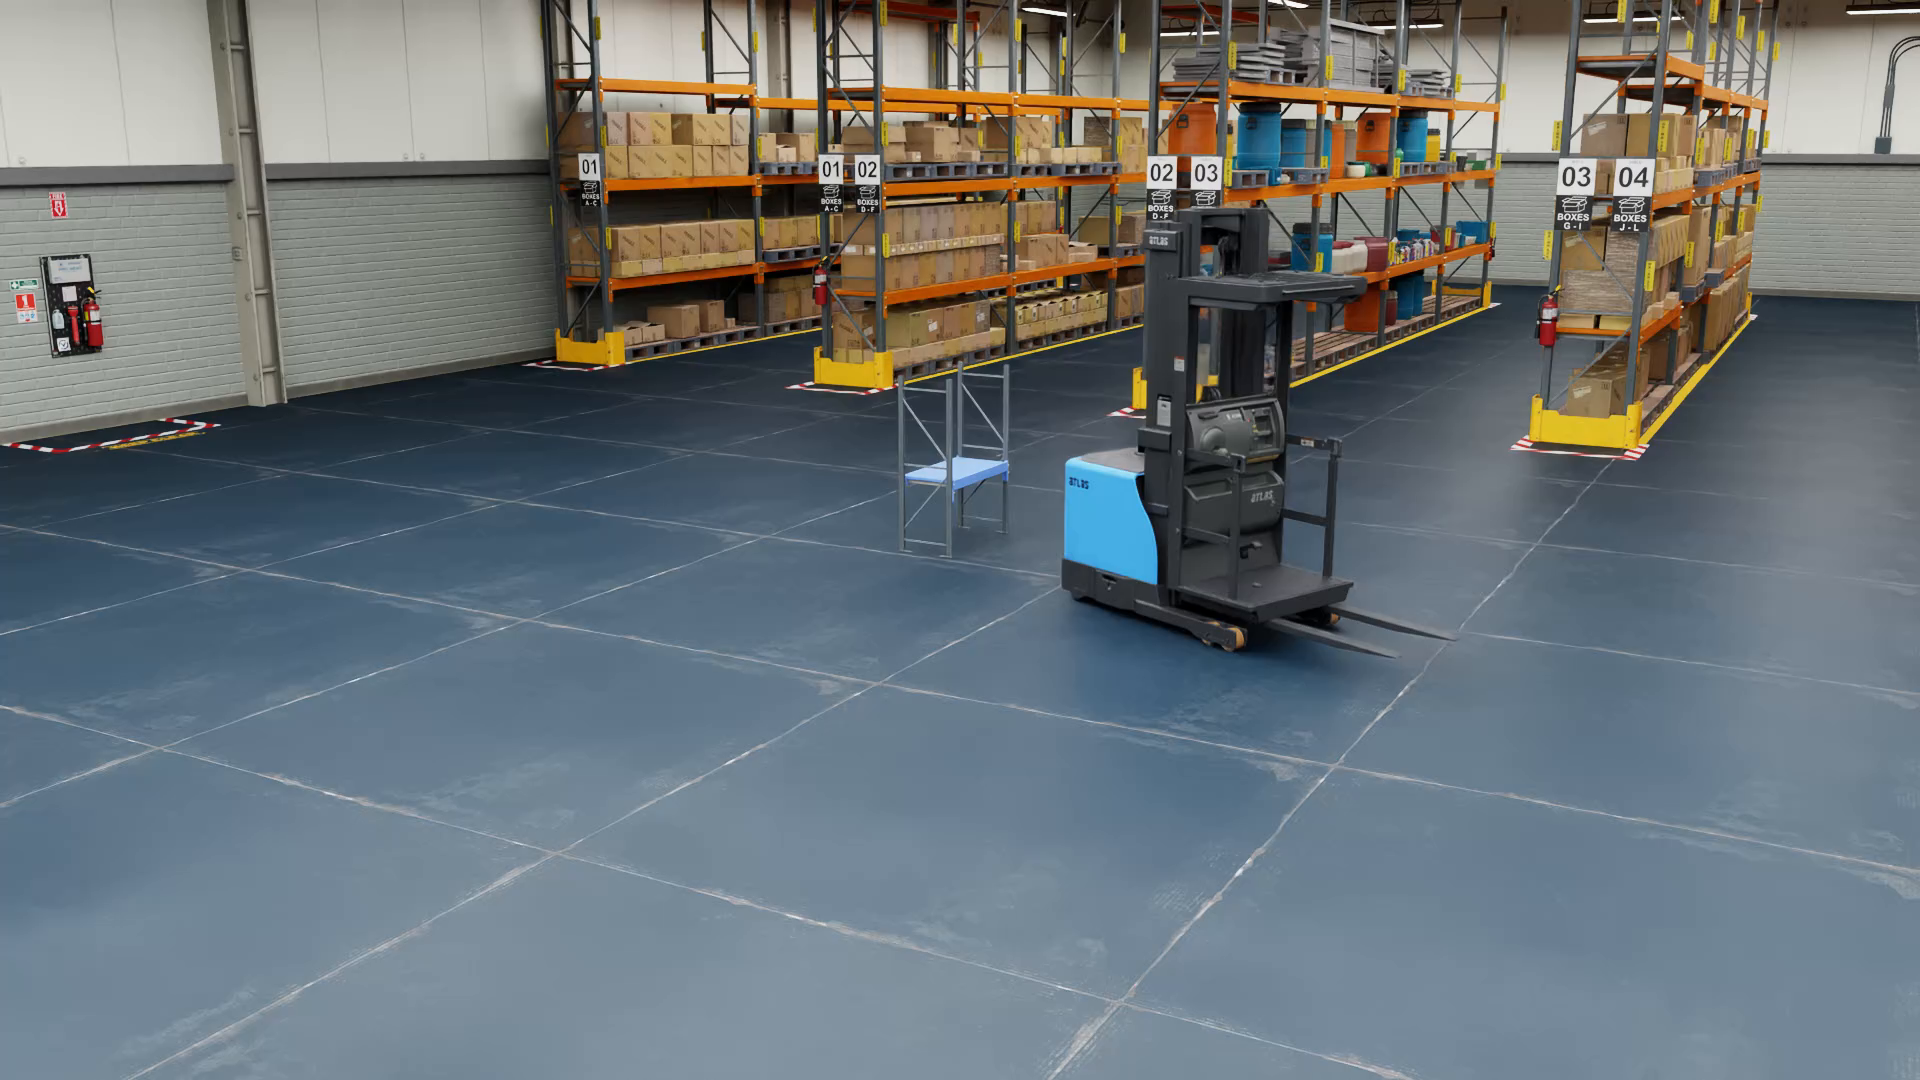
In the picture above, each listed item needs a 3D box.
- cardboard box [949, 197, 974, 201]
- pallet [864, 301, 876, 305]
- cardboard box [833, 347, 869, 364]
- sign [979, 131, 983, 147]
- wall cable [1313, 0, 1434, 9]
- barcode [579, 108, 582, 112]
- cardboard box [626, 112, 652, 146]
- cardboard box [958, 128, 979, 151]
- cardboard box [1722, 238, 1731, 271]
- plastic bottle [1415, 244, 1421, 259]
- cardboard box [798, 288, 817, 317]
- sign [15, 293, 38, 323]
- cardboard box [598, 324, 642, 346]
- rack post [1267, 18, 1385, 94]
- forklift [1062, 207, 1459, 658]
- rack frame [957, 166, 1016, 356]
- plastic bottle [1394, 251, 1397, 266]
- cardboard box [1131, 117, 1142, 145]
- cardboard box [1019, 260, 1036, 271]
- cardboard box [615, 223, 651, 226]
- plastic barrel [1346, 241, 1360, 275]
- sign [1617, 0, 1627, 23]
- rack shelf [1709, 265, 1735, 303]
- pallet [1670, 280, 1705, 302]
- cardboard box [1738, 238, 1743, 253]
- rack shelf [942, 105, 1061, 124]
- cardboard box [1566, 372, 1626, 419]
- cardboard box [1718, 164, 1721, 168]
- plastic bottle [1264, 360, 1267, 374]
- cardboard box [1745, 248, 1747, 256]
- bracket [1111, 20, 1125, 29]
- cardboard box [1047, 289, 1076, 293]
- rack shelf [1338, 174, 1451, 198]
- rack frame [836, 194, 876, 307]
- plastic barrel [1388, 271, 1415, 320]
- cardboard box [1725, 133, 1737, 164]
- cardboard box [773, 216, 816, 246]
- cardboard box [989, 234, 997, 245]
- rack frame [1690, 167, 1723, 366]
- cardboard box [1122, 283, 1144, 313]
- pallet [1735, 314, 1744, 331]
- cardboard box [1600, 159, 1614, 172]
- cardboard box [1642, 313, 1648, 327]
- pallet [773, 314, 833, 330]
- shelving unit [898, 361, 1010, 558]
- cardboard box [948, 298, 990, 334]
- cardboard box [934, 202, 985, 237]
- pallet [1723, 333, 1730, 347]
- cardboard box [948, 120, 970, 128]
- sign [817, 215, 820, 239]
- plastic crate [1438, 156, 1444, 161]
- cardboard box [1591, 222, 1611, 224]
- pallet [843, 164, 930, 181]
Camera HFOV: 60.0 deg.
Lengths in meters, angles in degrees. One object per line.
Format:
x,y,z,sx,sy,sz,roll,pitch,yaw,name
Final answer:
-0.049,-7.155,35.322,0.500,0.250,0.500,8,16,29,cardboard box
-1.534,-4.689,33.534,1.003,0.211,1.213,7,15,28,pallet
-1.510,-2.701,24.307,0.500,0.250,0.500,7,15,28,cardboard box
0.432,-8.515,35.280,0.100,0.325,0.005,7,15,28,sign
10.010,-14.069,39.836,3.097,2.526,0.112,7,15,28,wall cable
-5.943,-6.737,26.052,0.001,0.075,0.075,7,15,28,barcode
-5.163,-6.402,25.898,0.500,0.500,0.500,7,15,27,cardboard box
-0.051,-6.216,26.110,0.500,0.500,0.500,9,16,33,cardboard box
12.482,-4.742,27.589,0.500,0.500,0.500,7,15,27,cardboard box
8.232,-5.206,29.993,0.152,0.276,0.135,7,15,28,plastic bottle
-3.086,-4.435,30.922,0.700,0.500,0.500,8,15,29,cardboard box
-10.754,-2.674,19.149,0.001,0.329,0.234,7,15,28,sign
-5.435,-3.289,26.574,0.500,0.311,0.500,6,15,22,cardboard box
5.634,-7.376,25.502,1.013,1.000,3.121,7,15,28,rack post
2.082,-0.793,11.570,1.130,2.935,3.031,-10,17,-37,forklift
0.423,-4.511,26.843,1.000,3.000,0.127,7,15,28,rack frame
7.407,-4.856,28.541,0.152,0.276,0.135,7,15,28,plastic bottle
3.066,-7.622,31.003,0.500,0.500,0.500,7,15,28,cardboard box
1.031,-4.547,27.531,0.380,0.149,0.250,7,15,28,cardboard box
-5.309,-4.881,27.058,0.500,0.500,0.500,7,15,27,cardboard box
6.177,-4.502,26.569,0.421,0.512,0.421,0,14,0,plastic barrel
8.605,-6.897,21.609,0.100,0.325,0.005,7,15,28,sign
11.994,-4.269,27.375,1.077,0.370,4.000,7,15,28,rack shelf
9.590,-3.435,22.789,1.003,0.211,1.213,7,15,28,pallet
13.662,-5.269,29.673,0.500,0.250,0.500,7,15,28,cardboard box
0.919,-9.495,37.106,1.077,0.370,4.000,7,15,28,rack shelf
7.476,-1.682,19.548,0.500,0.500,0.500,11,17,38,cardboard box
11.012,-5.468,24.735,0.500,0.250,0.500,7,15,28,cardboard box
4.235,-2.429,23.242,0.097,0.201,0.097,0,14,0,plastic bottle
14.393,-5.354,30.877,0.380,0.149,0.250,7,15,28,cardboard box
4.091,-13.382,43.163,0.235,0.232,0.430,7,15,28,bracket
1.847,-4.397,30.147,0.500,0.311,0.500,8,16,30,cardboard box
7.658,-6.288,29.351,1.077,0.370,4.000,7,15,28,rack shelf
-1.981,-5.892,32.572,1.000,3.000,0.127,7,15,28,rack frame
8.005,-4.519,30.459,0.600,0.901,0.708,7,15,28,plastic barrel
12.689,-6.620,28.082,0.700,0.500,0.500,8,16,29,cardboard box
-3.072,-5.687,30.569,0.700,0.500,0.500,10,17,36,cardboard box
0.358,-4.744,26.214,0.380,0.149,0.250,7,15,27,cardboard box
11.027,-4.208,25.589,1.000,3.000,0.127,7,15,28,rack frame
3.322,-4.601,31.614,0.500,0.500,0.500,7,15,27,cardboard box
13.985,-4.072,30.972,1.003,0.211,1.213,7,15,28,pallet
7.249,-4.278,18.949,0.380,0.149,0.250,7,15,26,cardboard box
7.778,-2.575,19.350,0.380,0.149,0.250,7,15,28,cardboard box
-2.951,-4.127,31.200,1.003,0.211,1.213,7,15,28,pallet
-0.041,-0.712,14.285,0.538,1.500,1.048,7,15,28,shelving unit
0.138,-3.521,26.111,0.500,0.500,0.500,7,15,28,cardboard box
-0.029,-4.994,25.868,0.700,0.500,0.500,7,15,28,cardboard box
12.654,-3.506,28.627,1.003,0.211,1.213,7,15,28,pallet
0.086,-8.885,36.197,0.500,0.500,0.500,7,15,28,cardboard box
-1.979,-4.432,23.543,0.100,0.325,0.005,7,15,28,sign
9.217,-7.392,32.646,0.437,0.282,0.530,7,15,28,plastic crate
7.446,-3.490,19.629,0.500,0.500,0.500,7,15,28,cardboard box
-1.146,-5.247,23.688,1.003,0.211,1.213,7,15,28,pallet
